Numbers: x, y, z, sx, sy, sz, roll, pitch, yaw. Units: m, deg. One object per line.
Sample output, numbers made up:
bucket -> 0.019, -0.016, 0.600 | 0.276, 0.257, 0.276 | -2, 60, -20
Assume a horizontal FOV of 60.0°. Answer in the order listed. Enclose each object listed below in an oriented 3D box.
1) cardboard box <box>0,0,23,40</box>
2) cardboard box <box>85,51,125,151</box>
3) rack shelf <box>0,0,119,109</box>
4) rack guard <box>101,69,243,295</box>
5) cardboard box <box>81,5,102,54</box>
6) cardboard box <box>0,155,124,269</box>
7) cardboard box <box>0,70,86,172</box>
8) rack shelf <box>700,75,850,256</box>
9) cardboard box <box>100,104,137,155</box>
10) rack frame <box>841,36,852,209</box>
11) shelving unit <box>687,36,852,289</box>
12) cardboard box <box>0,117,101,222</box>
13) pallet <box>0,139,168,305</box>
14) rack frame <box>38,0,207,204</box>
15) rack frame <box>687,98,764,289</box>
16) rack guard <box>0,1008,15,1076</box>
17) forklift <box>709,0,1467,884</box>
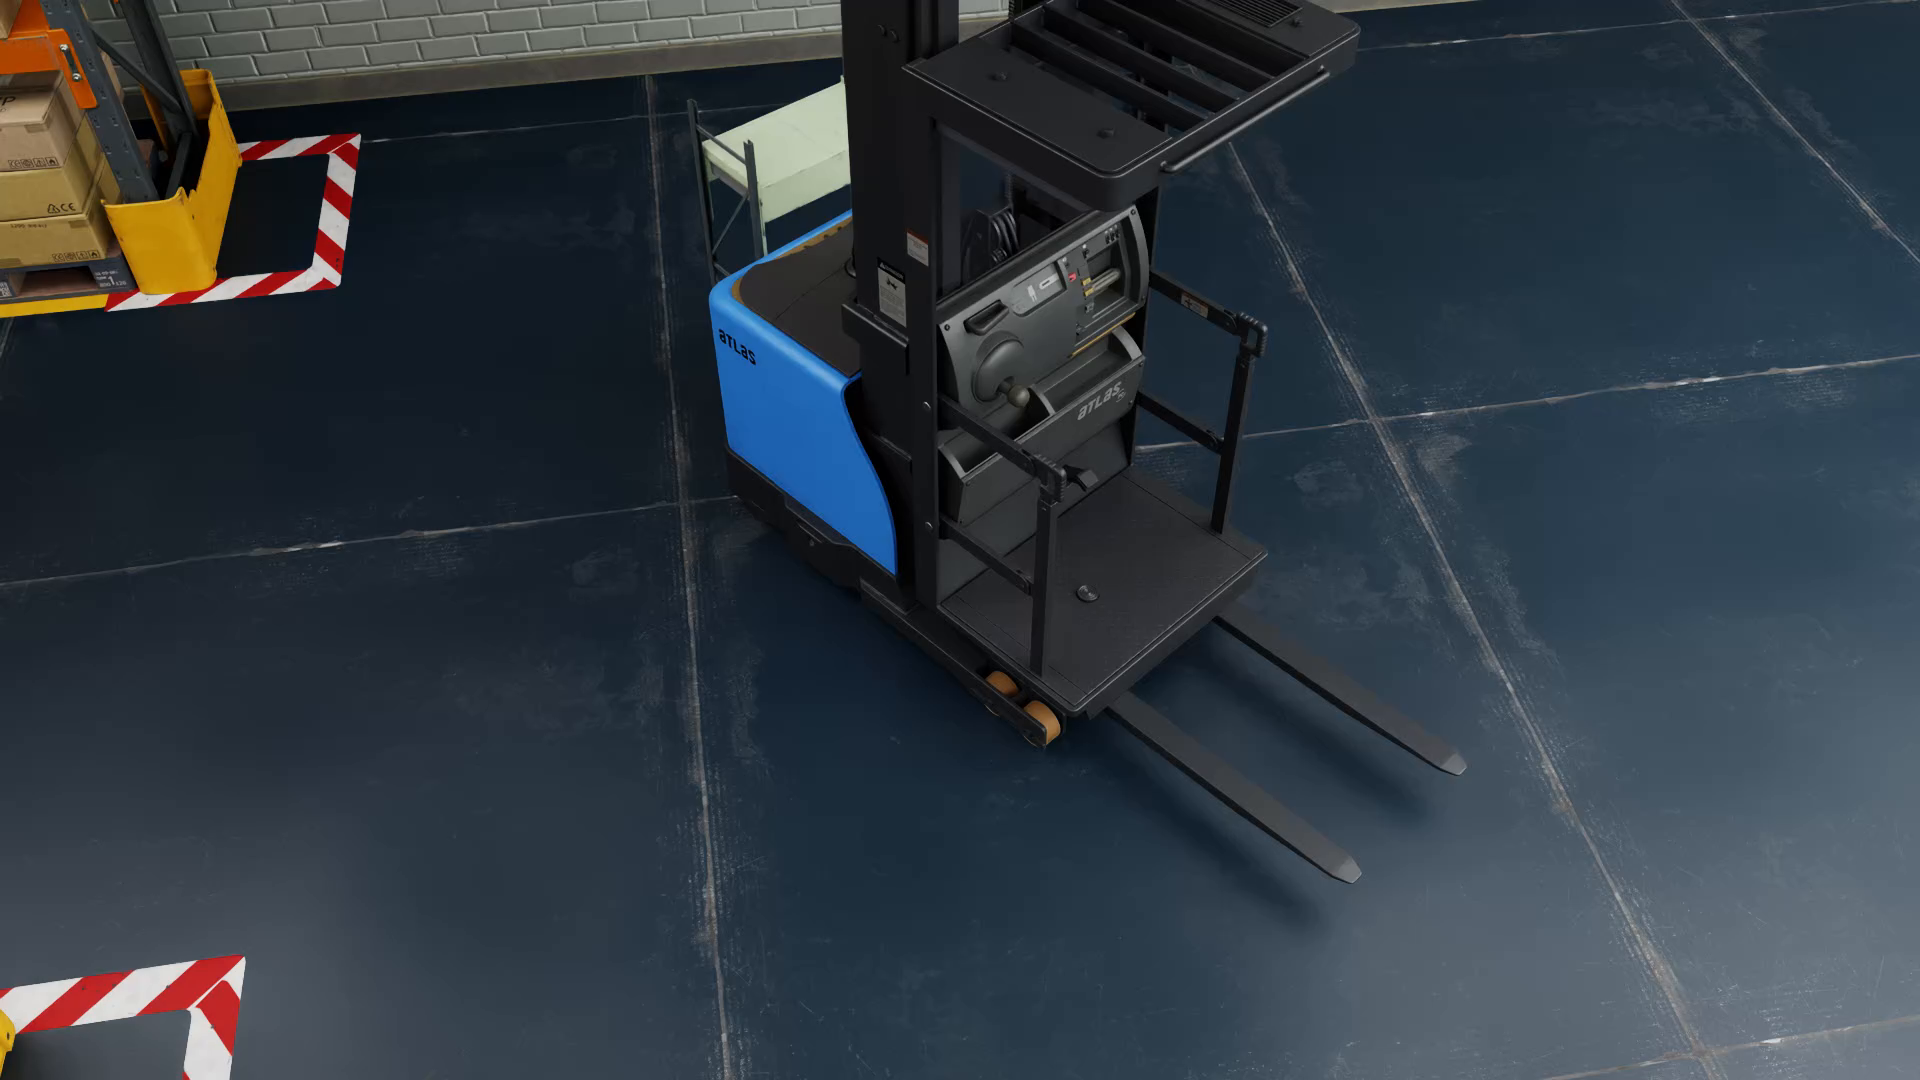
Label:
cardboard box -> -4.279, -2.411, 6.921 | 0.500, 0.500, 0.500 | -8, 47, -8
cardboard box -> -4.338, -2.078, 7.940 | 0.500, 0.250, 0.500 | -6, 46, -6
rack shelf -> -5.810, -2.128, 7.217 | 4.000, 0.370, 1.077 | -7, 46, -7
rack guard -> -3.815, -1.759, 8.098 | 0.348, 0.500, 1.175 | -7, 46, -7
cardboard box -> -4.345, -2.237, 7.746 | 0.500, 0.250, 0.500 | -8, 47, -7
cardboard box -> -4.248, -1.533, 7.762 | 0.500, 0.250, 0.500 | -7, 46, -7
cardboard box -> -4.239, -1.884, 7.406 | 0.500, 0.250, 0.500 | -6, 46, -5
rack shelf -> -0.613, -1.473, 6.586 | 0.720, 0.370, 0.431 | -32, 54, -27
cardboard box -> -4.356, -1.894, 8.109 | 0.500, 0.250, 0.500 | -7, 46, -7
rack frame -> -0.334, -1.373, 7.032 | 0.023, 1.500, 0.400 | -32, 54, -27
shelving unit -> -0.613, -1.202, 6.867 | 0.755, 1.500, 0.431 | -32, 54, -27
cardboard box -> -4.265, -1.707, 7.582 | 0.500, 0.250, 0.500 | -8, 47, -7
pallet -> -4.585, -1.532, 8.080 | 1.213, 0.211, 1.003 | -7, 46, -7
rack frame -> -3.839, -2.623, 7.195 | 0.127, 3.000, 1.000 | -7, 46, -7
rack frame -> -0.891, -1.031, 6.702 | 0.023, 1.500, 0.400 | -32, 54, -27
rack guard -> -3.064, 1.775, 4.693 | 0.348, 0.500, 1.175 | -7, 46, -7
forklift -> 0.440, -0.695, 5.385 | 1.130, 2.935, 3.031 | -35, 56, -29
